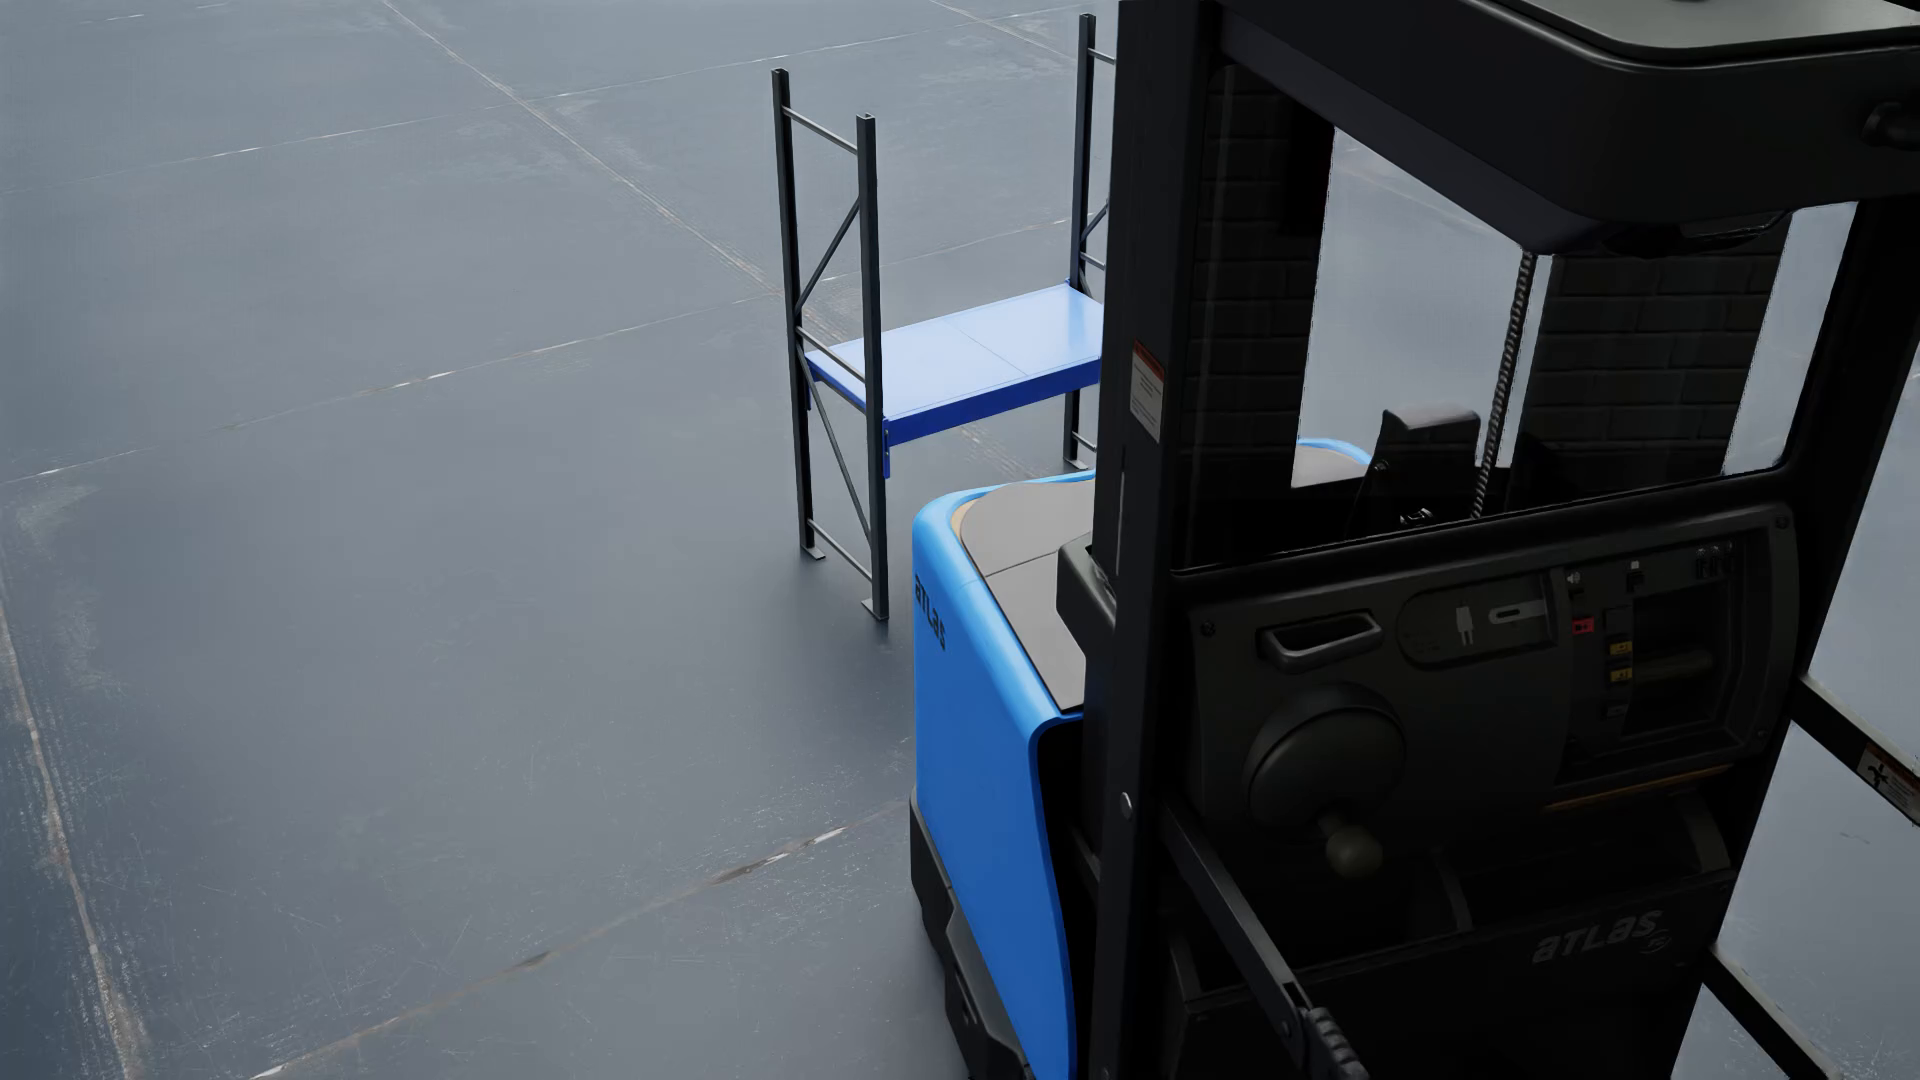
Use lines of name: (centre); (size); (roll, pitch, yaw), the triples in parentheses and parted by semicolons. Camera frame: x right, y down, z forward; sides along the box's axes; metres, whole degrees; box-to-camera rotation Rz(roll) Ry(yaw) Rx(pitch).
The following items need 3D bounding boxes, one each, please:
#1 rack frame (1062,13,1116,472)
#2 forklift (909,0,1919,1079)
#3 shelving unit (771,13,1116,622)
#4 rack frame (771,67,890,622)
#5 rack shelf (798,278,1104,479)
rack frame: (0.499, -0.806, 5.122); (0.032, 1.500, 0.500); (-19, 37, -27)
forklift: (0.810, 0.254, 2.101); (1.130, 2.935, 3.031); (-9, 33, -15)
shelving unit: (0.072, -0.659, 4.889); (1.048, 1.500, 0.538); (-19, 37, -27)
rack frame: (-0.356, -0.512, 4.656); (0.032, 1.500, 0.500); (-19, 37, -27)
rack shelf: (0.072, -0.507, 4.985); (1.000, 0.185, 0.538); (-19, 37, -27)
